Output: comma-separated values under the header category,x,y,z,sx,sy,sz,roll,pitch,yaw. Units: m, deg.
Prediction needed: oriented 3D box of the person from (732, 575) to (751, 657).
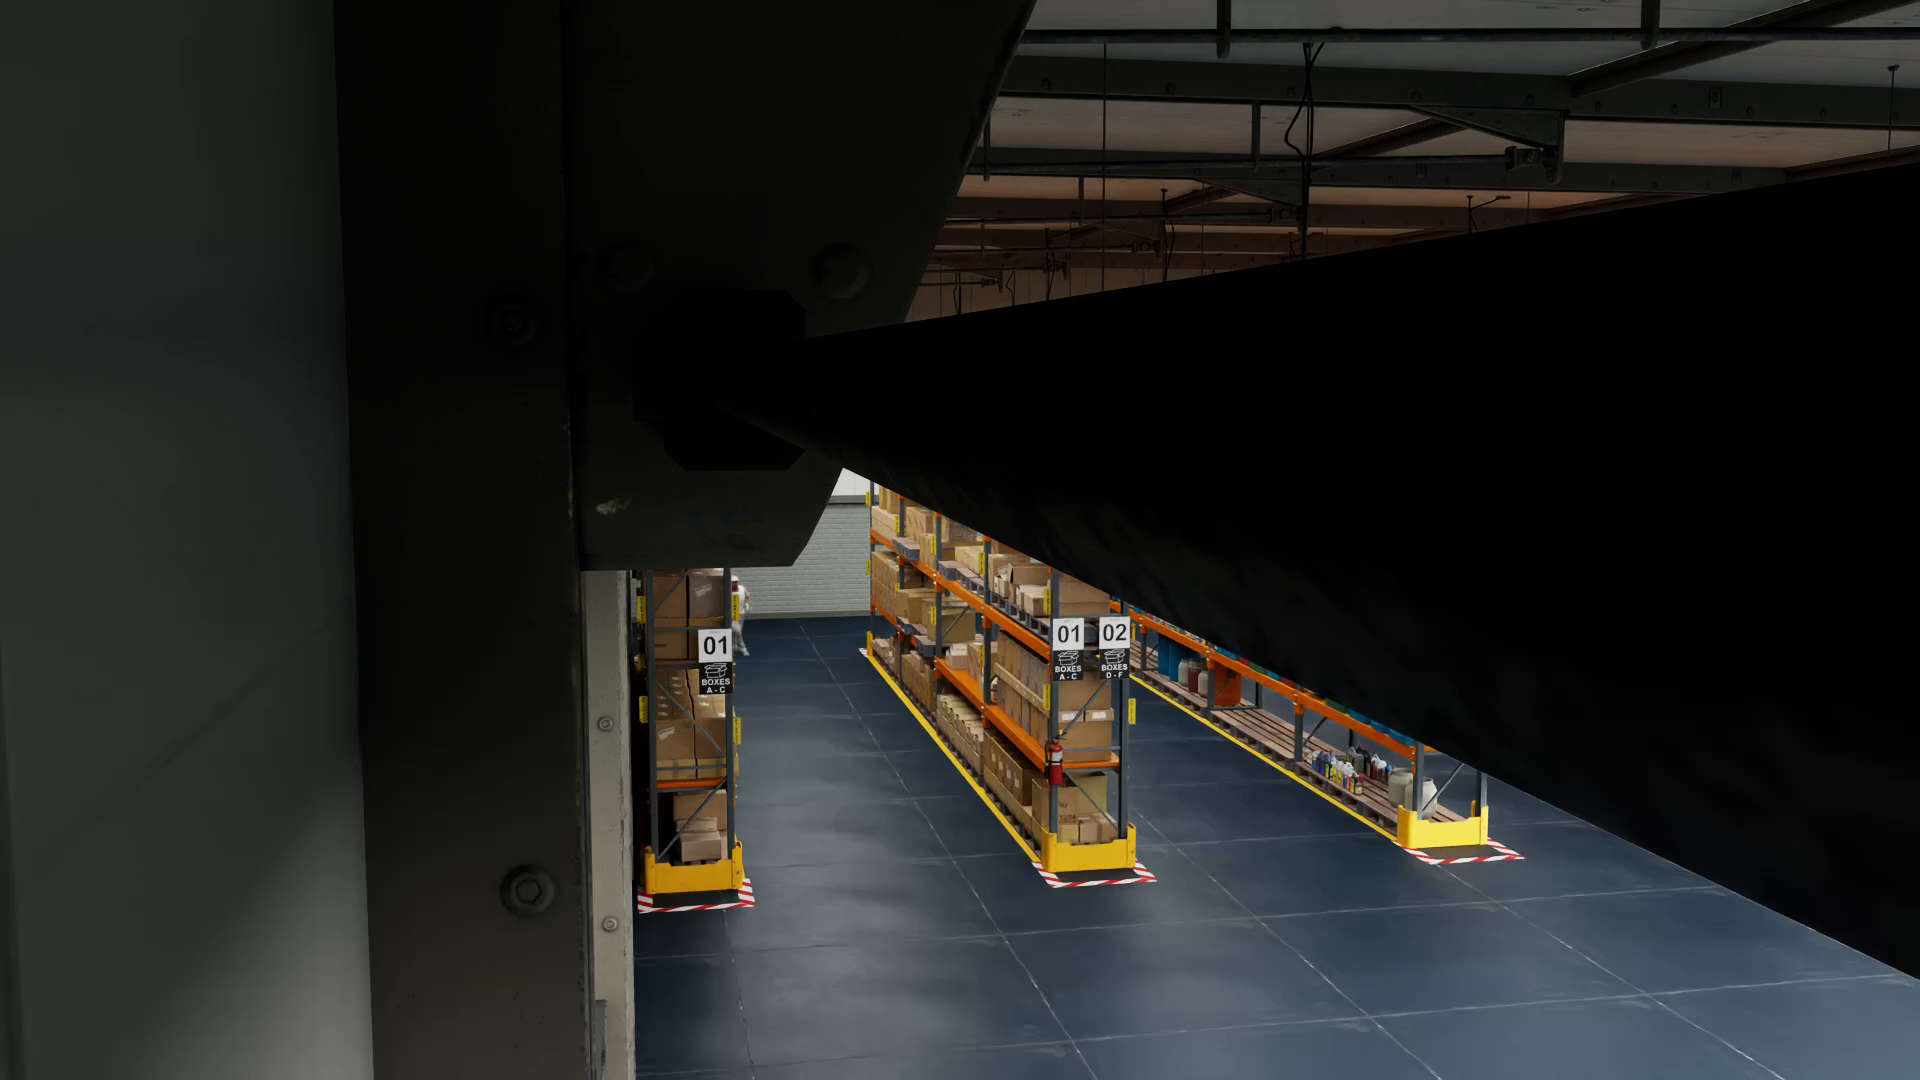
category,x,y,z,sx,sy,sz,roll,pitch,yaw
person,-4.951,1.643,36.527,0.753,1.775,0.883,-4,7,-36
